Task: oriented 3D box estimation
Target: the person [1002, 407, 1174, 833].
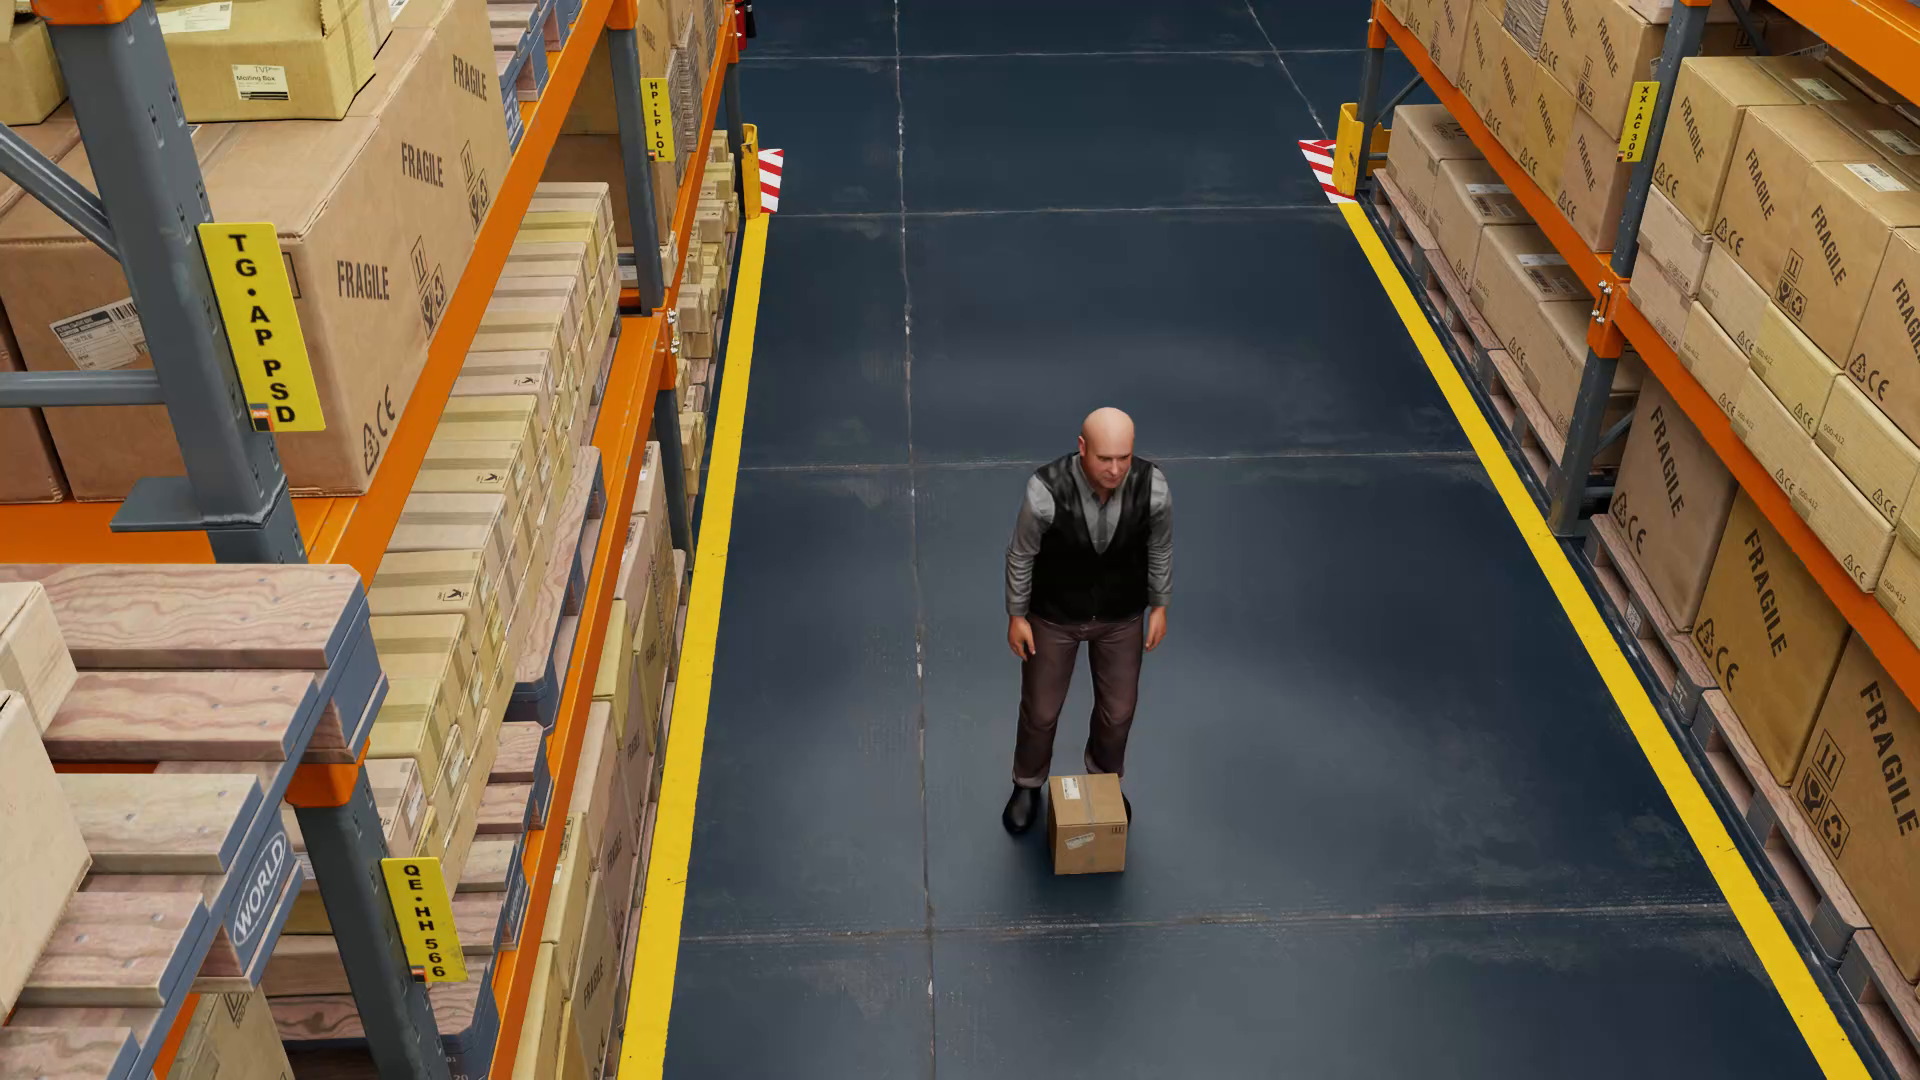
[{"bbox_3d":[0.440,0.258,5.799,0.591,1.720,0.422,-4,35,-5],"label":"person"}]
